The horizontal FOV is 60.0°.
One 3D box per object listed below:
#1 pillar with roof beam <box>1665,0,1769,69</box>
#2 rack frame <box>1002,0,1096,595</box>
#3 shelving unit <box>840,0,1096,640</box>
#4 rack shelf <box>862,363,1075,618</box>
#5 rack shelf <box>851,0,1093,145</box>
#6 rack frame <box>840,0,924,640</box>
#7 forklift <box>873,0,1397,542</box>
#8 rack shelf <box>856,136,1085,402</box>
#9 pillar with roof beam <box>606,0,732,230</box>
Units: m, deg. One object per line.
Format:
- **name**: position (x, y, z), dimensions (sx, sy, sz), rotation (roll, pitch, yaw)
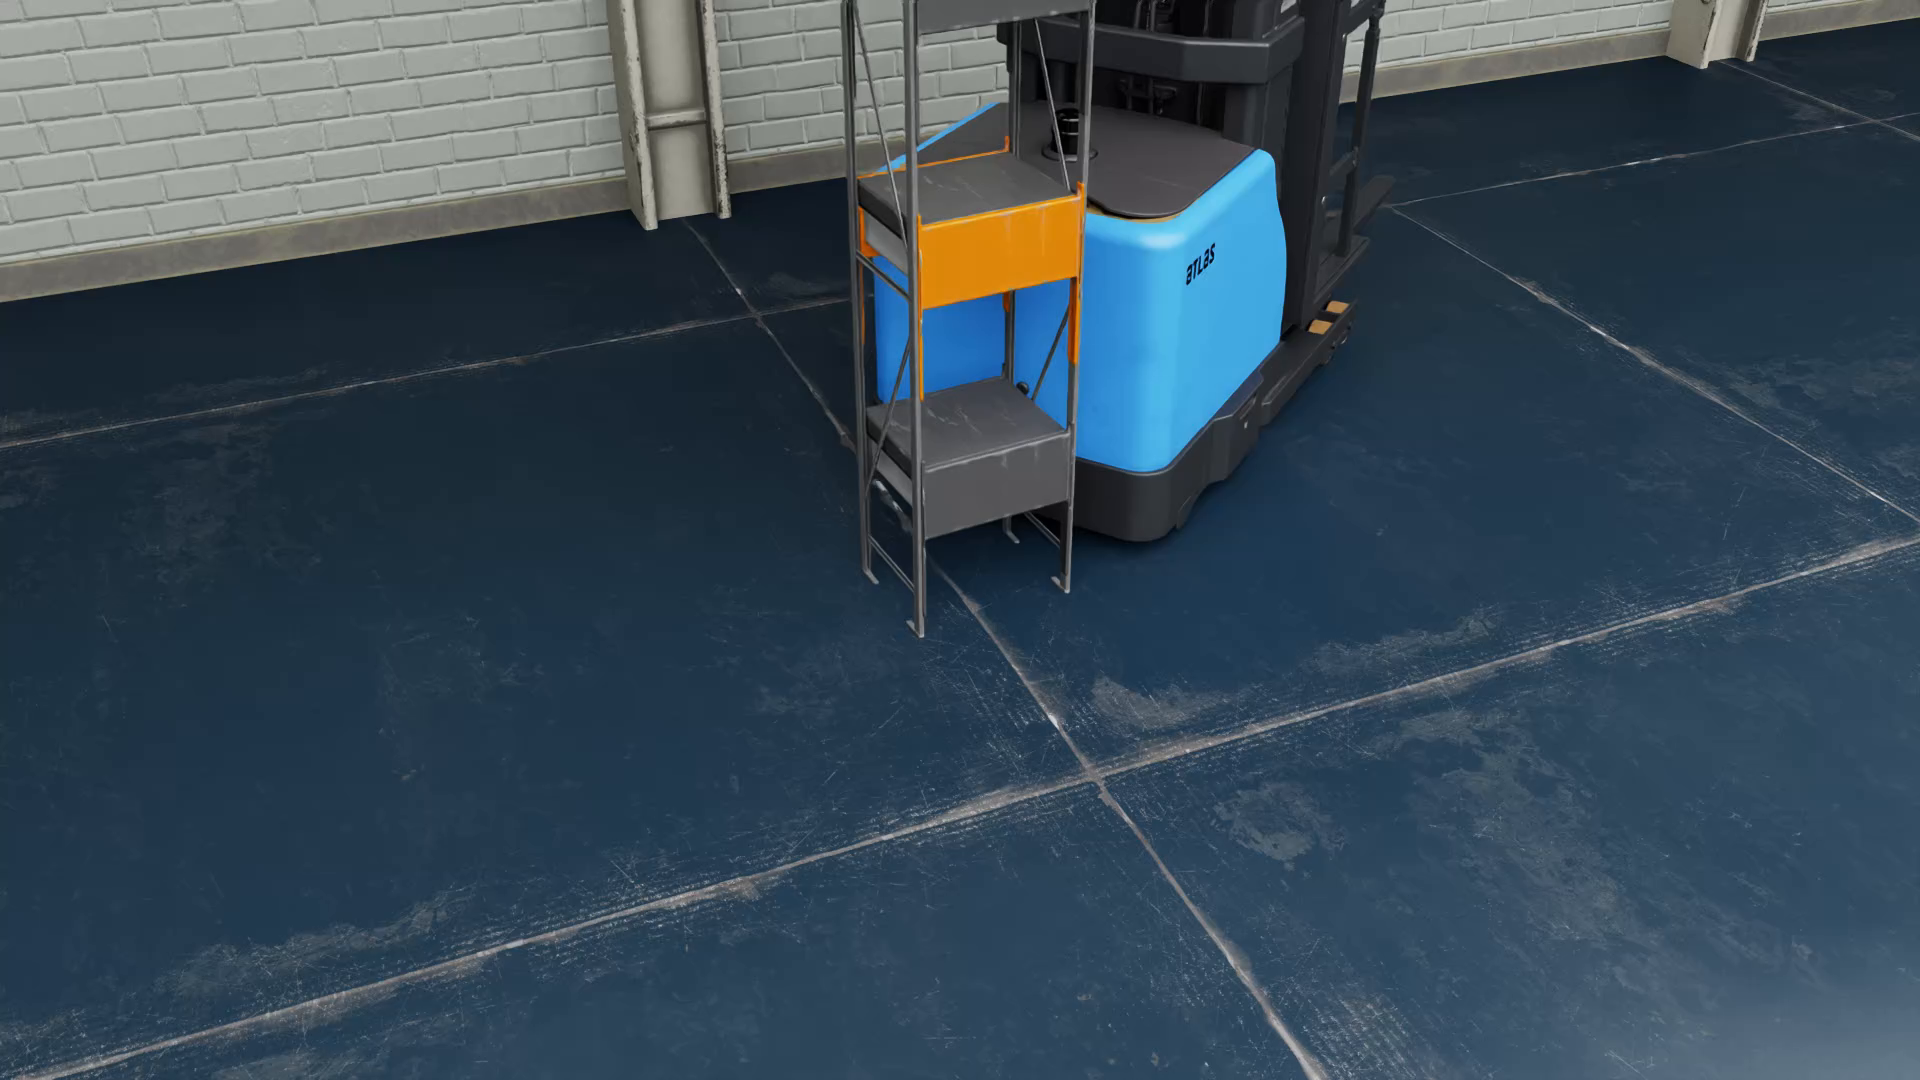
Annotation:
- **pillar with roof beam**: position (5.930, -4.363, 3.705), dimensions (0.400, 9.000, 9.100), rotation (-13, 35, -19)
- **rack frame**: position (0.231, -0.813, 4.574), dimensions (0.015, 2.100, 0.400), rotation (-16, 36, -23)
- **shelving unit**: position (0.015, -0.751, 4.479), dimensions (0.503, 2.100, 0.431), rotation (-16, 36, -23)
- **rack shelf**: position (0.015, -0.153, 4.869), dimensions (0.480, 0.518, 0.431), rotation (-16, 36, -23)
- **rack shelf**: position (0.015, -1.327, 4.105), dimensions (0.480, 0.518, 0.431), rotation (-16, 36, -23)
- **rack frame**: position (-0.202, -0.690, 4.385), dimensions (0.015, 2.100, 0.400), rotation (-16, 36, -23)
- **forklift**: position (0.876, -2.000, 5.637), dimensions (1.130, 2.935, 3.031), rotation (17, 37, 24)
- **rack shelf**: position (0.015, -0.740, 4.487), dimensions (0.480, 0.518, 0.431), rotation (-16, 36, -23)
- **pillar with roof beam**: position (0.398, -3.096, 1.758), dimensions (0.400, 9.000, 9.100), rotation (-13, 35, -19)
